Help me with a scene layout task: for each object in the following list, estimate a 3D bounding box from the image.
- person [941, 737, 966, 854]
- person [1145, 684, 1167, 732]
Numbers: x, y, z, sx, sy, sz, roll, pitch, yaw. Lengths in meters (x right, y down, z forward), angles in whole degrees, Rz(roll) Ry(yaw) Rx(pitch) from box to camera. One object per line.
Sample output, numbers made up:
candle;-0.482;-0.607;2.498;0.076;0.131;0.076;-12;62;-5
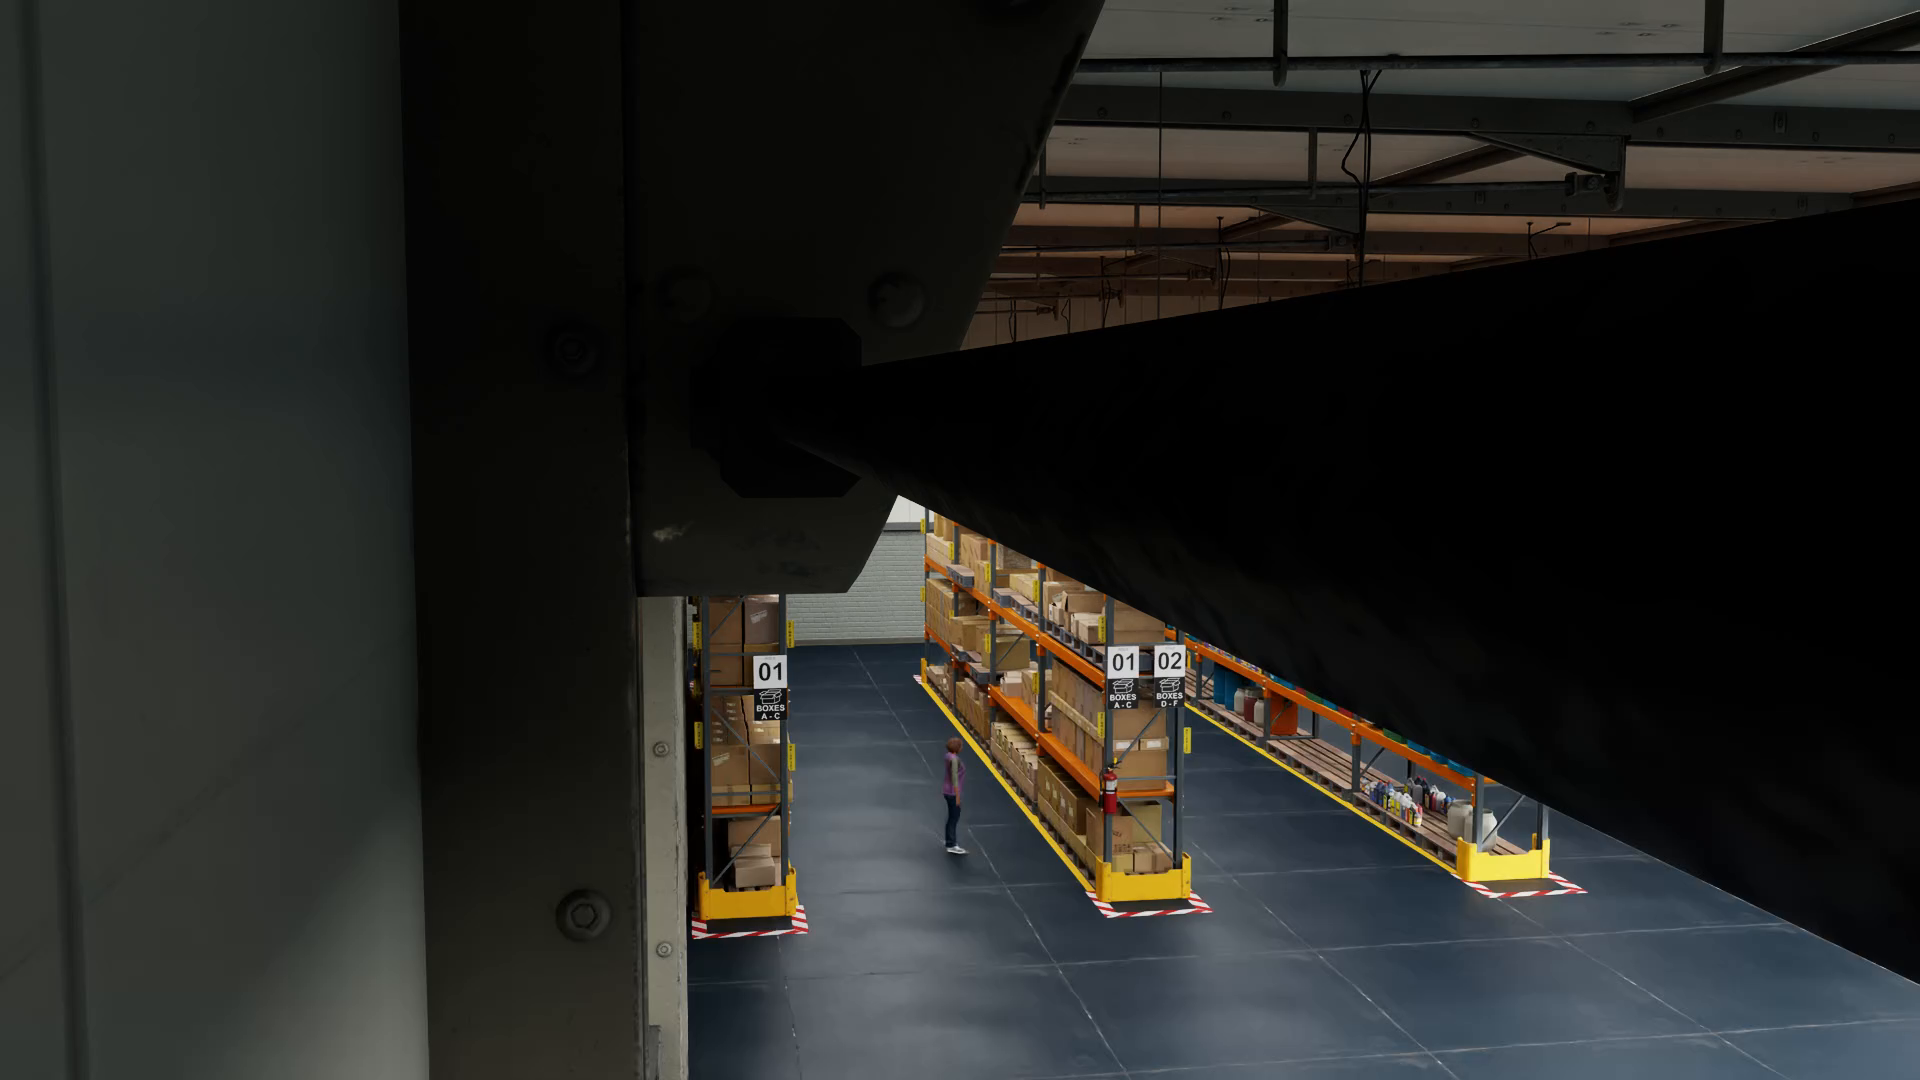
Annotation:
person;-0.090;3.544;22.989;0.326;1.661;0.482;-1;5;-9
person;3.649;2.734;30.668;0.505;1.797;0.653;-1;5;-13
